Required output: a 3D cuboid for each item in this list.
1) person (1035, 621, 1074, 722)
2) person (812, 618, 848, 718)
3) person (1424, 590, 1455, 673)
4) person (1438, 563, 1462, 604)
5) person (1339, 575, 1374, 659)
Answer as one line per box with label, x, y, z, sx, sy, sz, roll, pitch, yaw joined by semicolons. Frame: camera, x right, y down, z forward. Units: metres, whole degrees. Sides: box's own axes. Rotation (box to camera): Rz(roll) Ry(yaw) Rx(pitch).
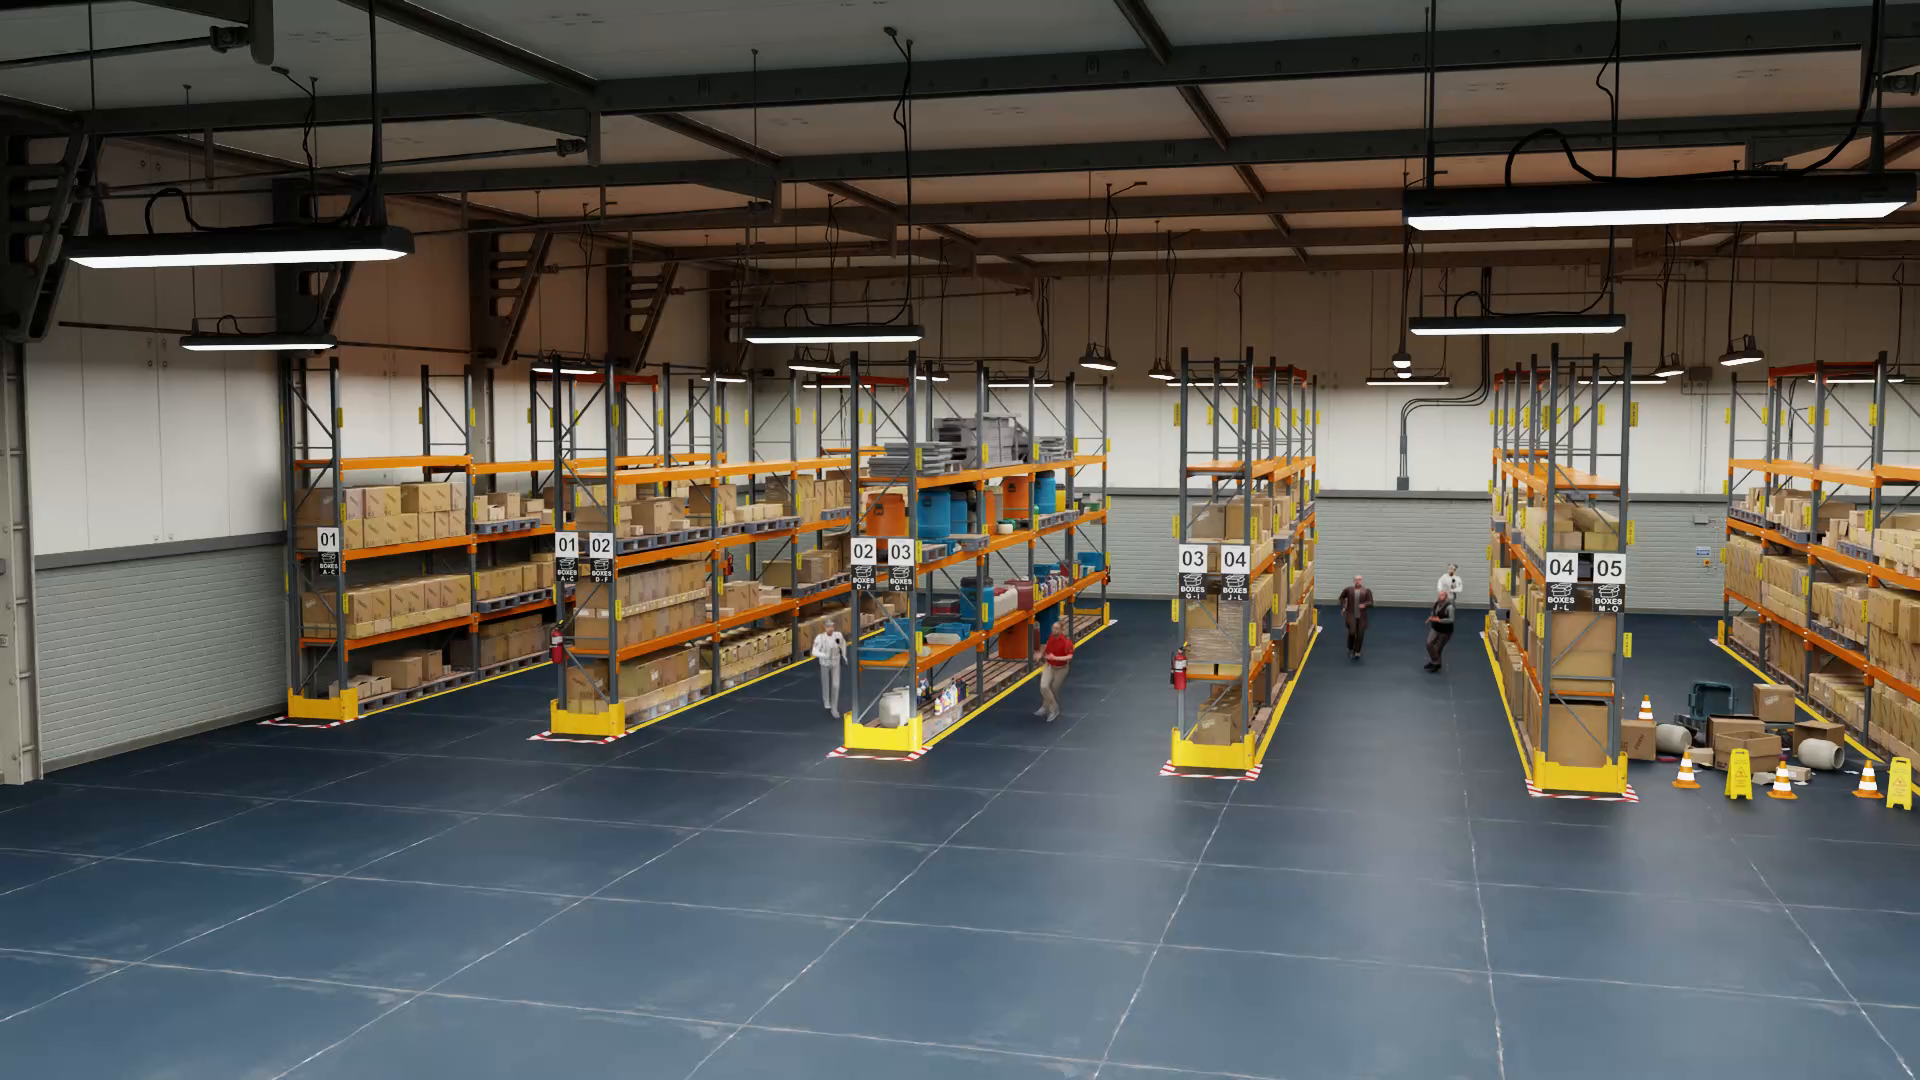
person;1.556;2.148;27.511;0.793;1.655;0.703;2;5;26
person;-2.195;2.118;28.069;0.599;1.663;0.940;0;4;-6
person;9.393;1.771;32.569;0.711;1.633;0.785;-4;6;-45
person;11.277;1.372;38.332;0.624;1.726;0.644;2;5;29
person;8.201;1.593;34.372;0.669;1.752;0.717;1;4;8
